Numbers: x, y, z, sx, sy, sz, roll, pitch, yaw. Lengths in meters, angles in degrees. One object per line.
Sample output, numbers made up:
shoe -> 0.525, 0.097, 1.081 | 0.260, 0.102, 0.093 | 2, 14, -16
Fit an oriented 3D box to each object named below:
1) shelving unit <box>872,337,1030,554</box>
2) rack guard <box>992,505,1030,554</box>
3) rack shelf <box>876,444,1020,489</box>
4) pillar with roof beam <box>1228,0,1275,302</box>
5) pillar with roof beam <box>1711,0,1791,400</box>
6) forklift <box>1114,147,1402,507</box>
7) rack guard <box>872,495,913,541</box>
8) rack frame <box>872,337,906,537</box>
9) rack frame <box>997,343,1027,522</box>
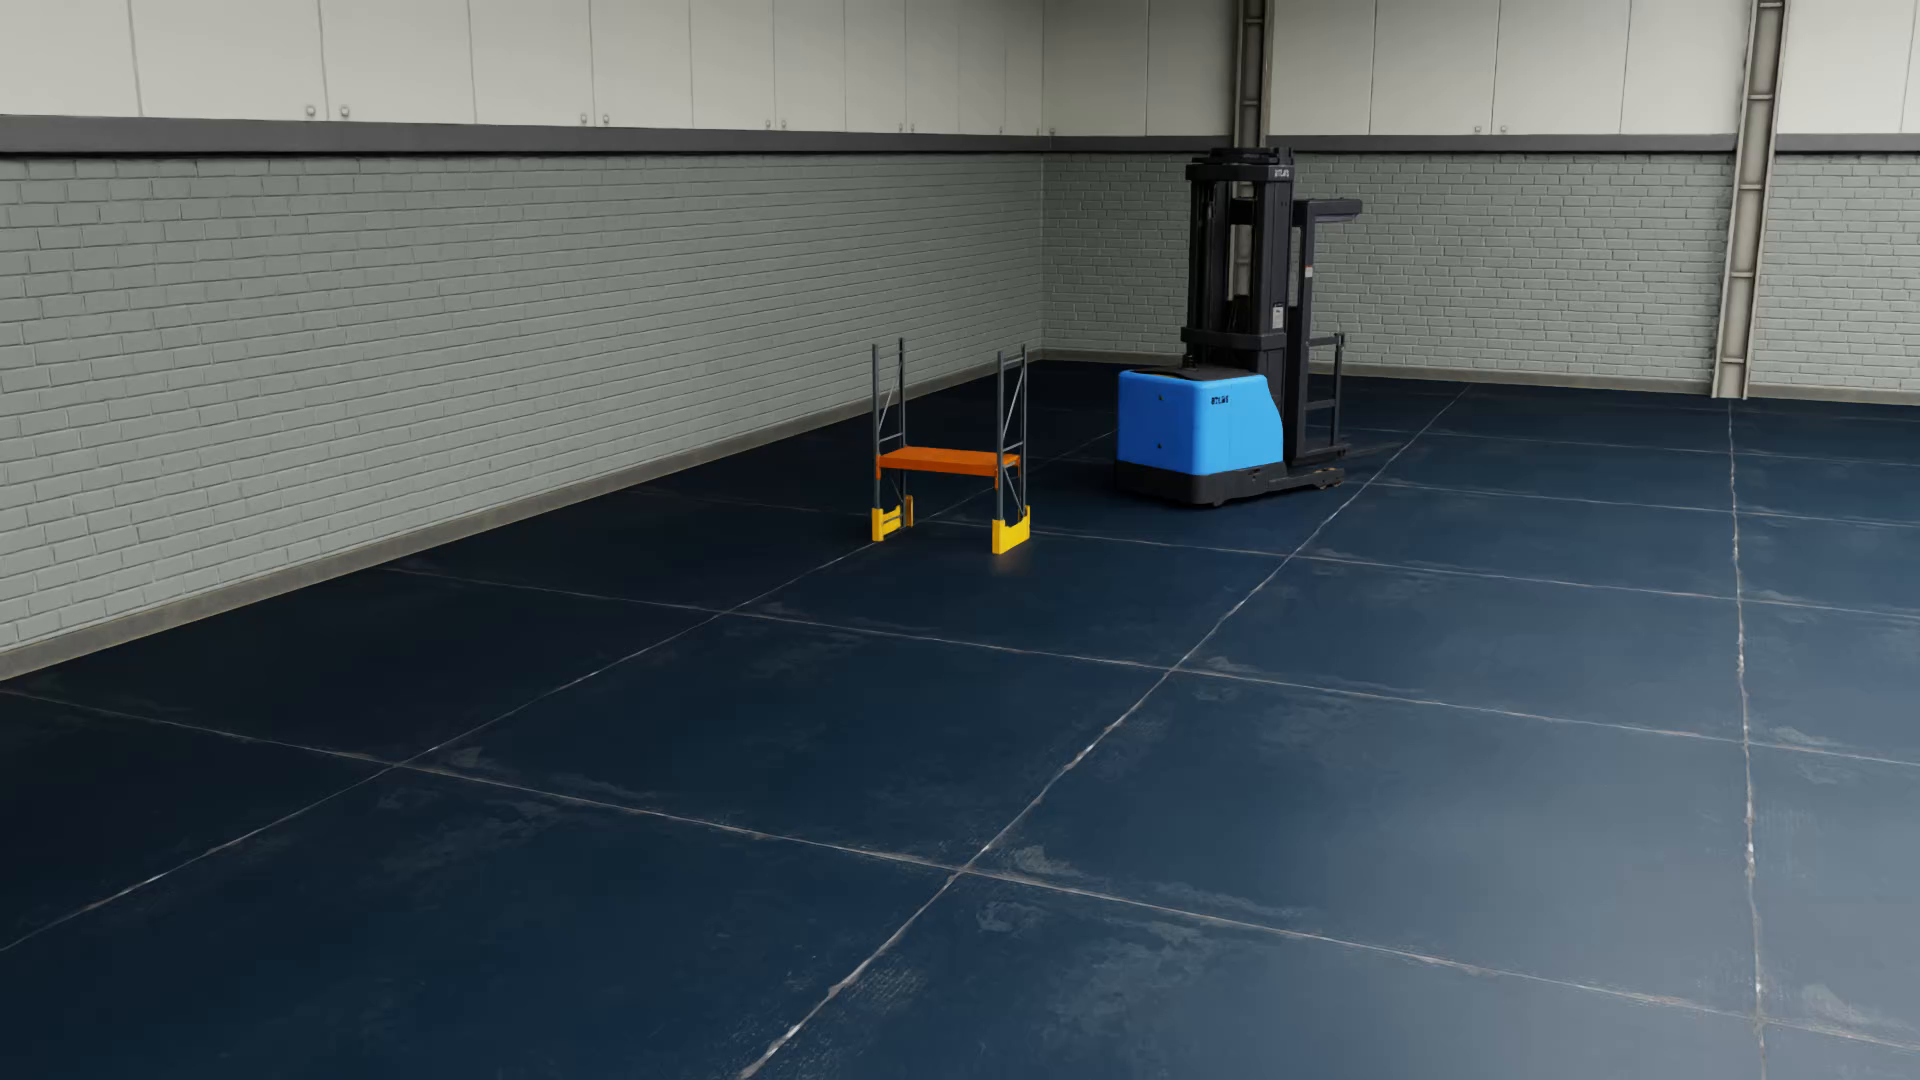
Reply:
shelving unit -> -0.070, -0.737, 12.614 | 1.083, 1.500, 0.587 | 6, 14, 23
rack guard -> 0.386, -0.083, 12.560 | 0.087, 0.250, 0.587 | 6, 14, 23
rack shelf -> -0.078, -0.563, 12.658 | 1.000, 0.185, 0.538 | 6, 14, 23
pillar with roof beam -> 2.077, -5.767, 17.631 | 0.400, 9.000, 9.100 | 6, 14, 23
pillar with roof beam -> 7.563, -5.211, 15.265 | 0.400, 9.000, 9.100 | 6, 14, 23
forklift -> 2.791, -1.957, 14.680 | 3.031, 2.935, 1.130 | -11, 17, -39
rack guard -> -0.525, -0.175, 12.953 | 0.087, 0.250, 0.587 | 6, 14, 23
rack frame -> -0.543, -0.785, 12.818 | 0.032, 1.500, 0.500 | 6, 14, 23
rack frame -> 0.387, -0.691, 12.417 | 0.032, 1.500, 0.500 | 6, 14, 23
